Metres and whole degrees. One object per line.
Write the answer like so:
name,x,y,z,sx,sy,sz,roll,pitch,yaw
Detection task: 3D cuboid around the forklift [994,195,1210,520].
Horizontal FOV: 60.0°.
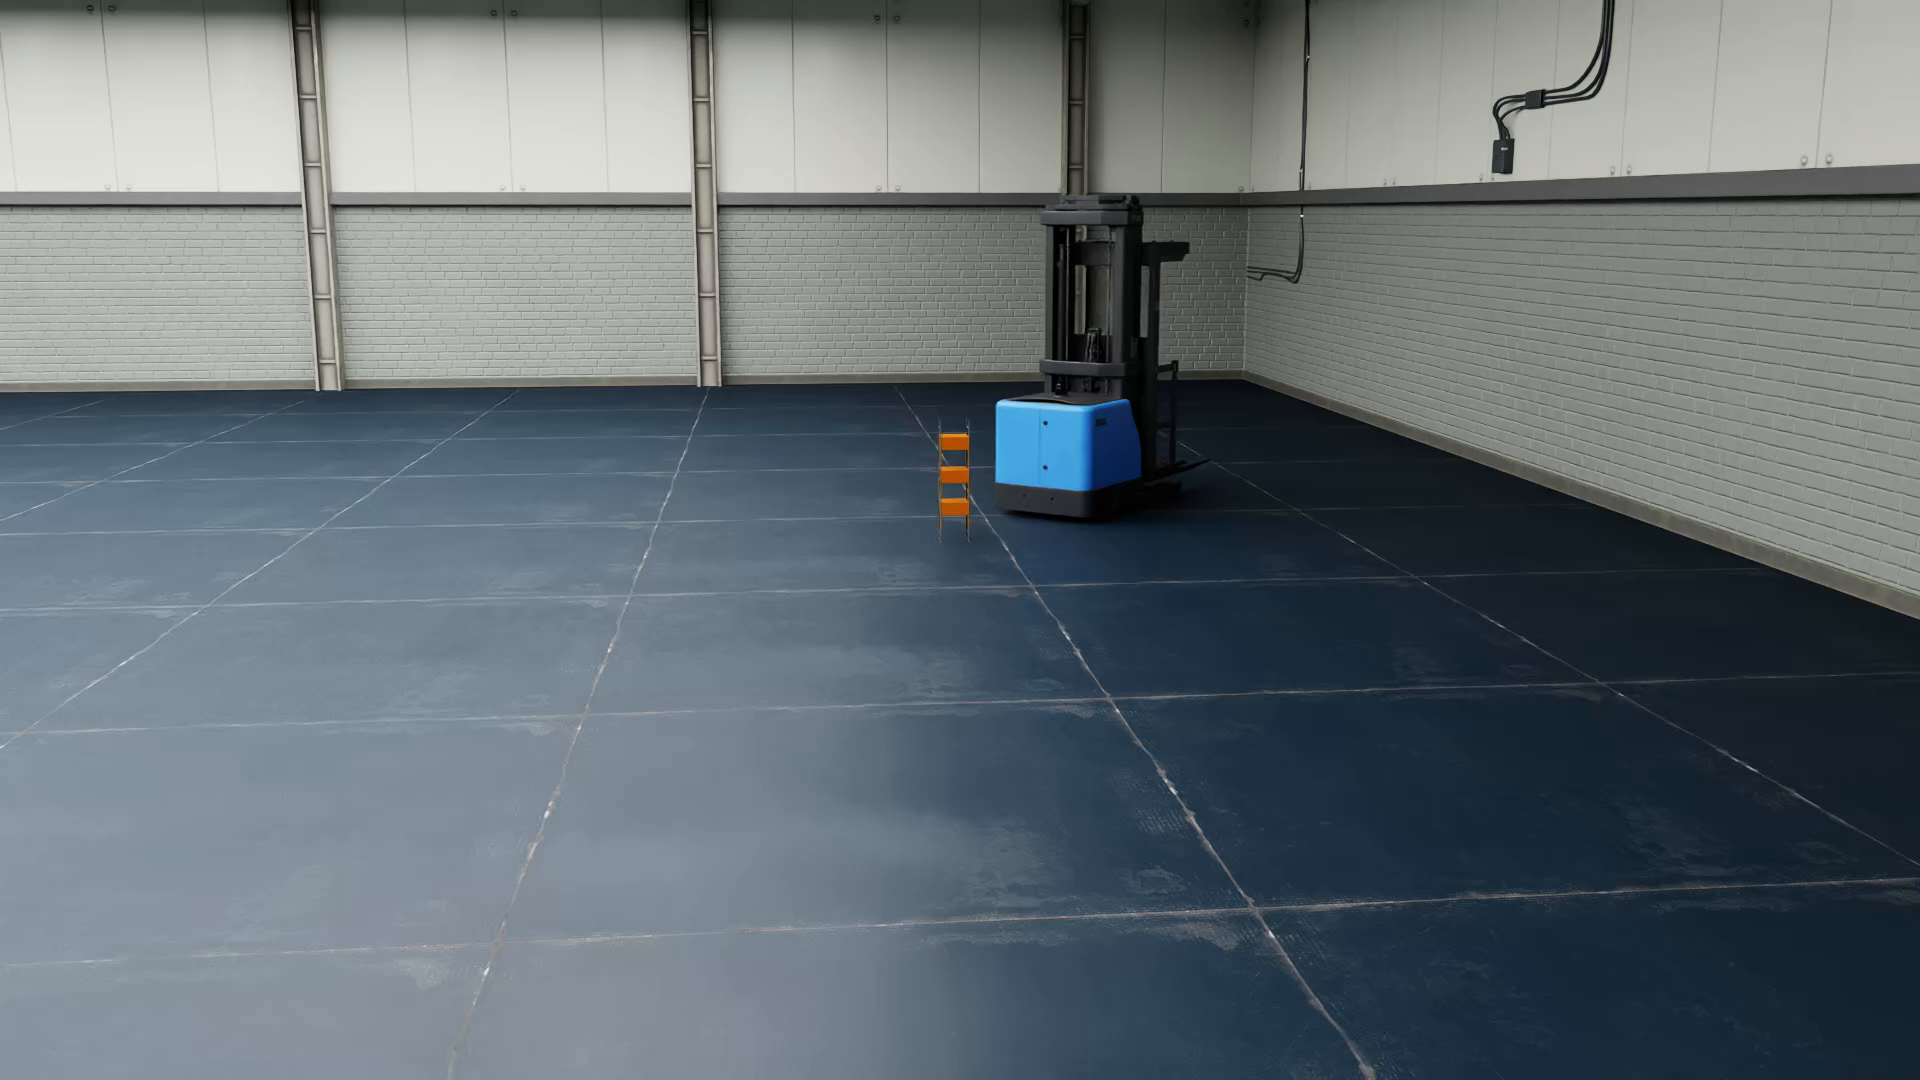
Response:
forklift,1.537,-1.862,16.240,1.130,2.935,3.031,7,13,32

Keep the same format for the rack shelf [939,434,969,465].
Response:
rack shelf,-0.053,-0.782,14.208,0.240,0.259,0.215,-1,11,-6

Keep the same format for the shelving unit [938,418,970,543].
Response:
shelving unit,-0.053,-0.514,14.261,0.252,1.050,0.215,-1,11,-6

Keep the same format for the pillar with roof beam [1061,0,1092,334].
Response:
pillar with roof beam,2.336,-6.244,22.799,0.548,9.000,9.100,-1,11,-6

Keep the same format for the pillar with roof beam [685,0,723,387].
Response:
pillar with roof beam,-3.629,-6.119,22.163,0.548,9.000,9.100,-1,11,-6

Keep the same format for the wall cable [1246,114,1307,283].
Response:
wall cable,4.943,-5.353,26.320,0.112,2.526,3.097,-1,11,-6

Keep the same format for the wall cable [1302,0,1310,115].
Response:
wall cable,5.235,-7.313,23.194,0.112,2.526,3.097,-1,11,-6

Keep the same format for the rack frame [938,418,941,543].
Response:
rack frame,-0.174,-0.511,14.248,0.008,1.050,0.200,-1,11,-6

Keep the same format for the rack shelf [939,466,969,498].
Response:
rack shelf,-0.053,-0.504,14.263,0.240,0.259,0.215,-1,11,-6

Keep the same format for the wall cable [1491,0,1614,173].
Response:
wall cable,5.952,-6.725,16.430,0.169,6.003,2.305,-1,11,-6

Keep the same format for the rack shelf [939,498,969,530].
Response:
rack shelf,-0.053,-0.231,14.317,0.240,0.259,0.215,-1,11,-6

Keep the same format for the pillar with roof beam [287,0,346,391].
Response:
pillar with roof beam,-9.594,-5.994,21.527,0.400,9.000,9.100,-1,11,-6

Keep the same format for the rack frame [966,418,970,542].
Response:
rack frame,0.068,-0.517,14.274,0.008,1.050,0.200,-1,11,-6
